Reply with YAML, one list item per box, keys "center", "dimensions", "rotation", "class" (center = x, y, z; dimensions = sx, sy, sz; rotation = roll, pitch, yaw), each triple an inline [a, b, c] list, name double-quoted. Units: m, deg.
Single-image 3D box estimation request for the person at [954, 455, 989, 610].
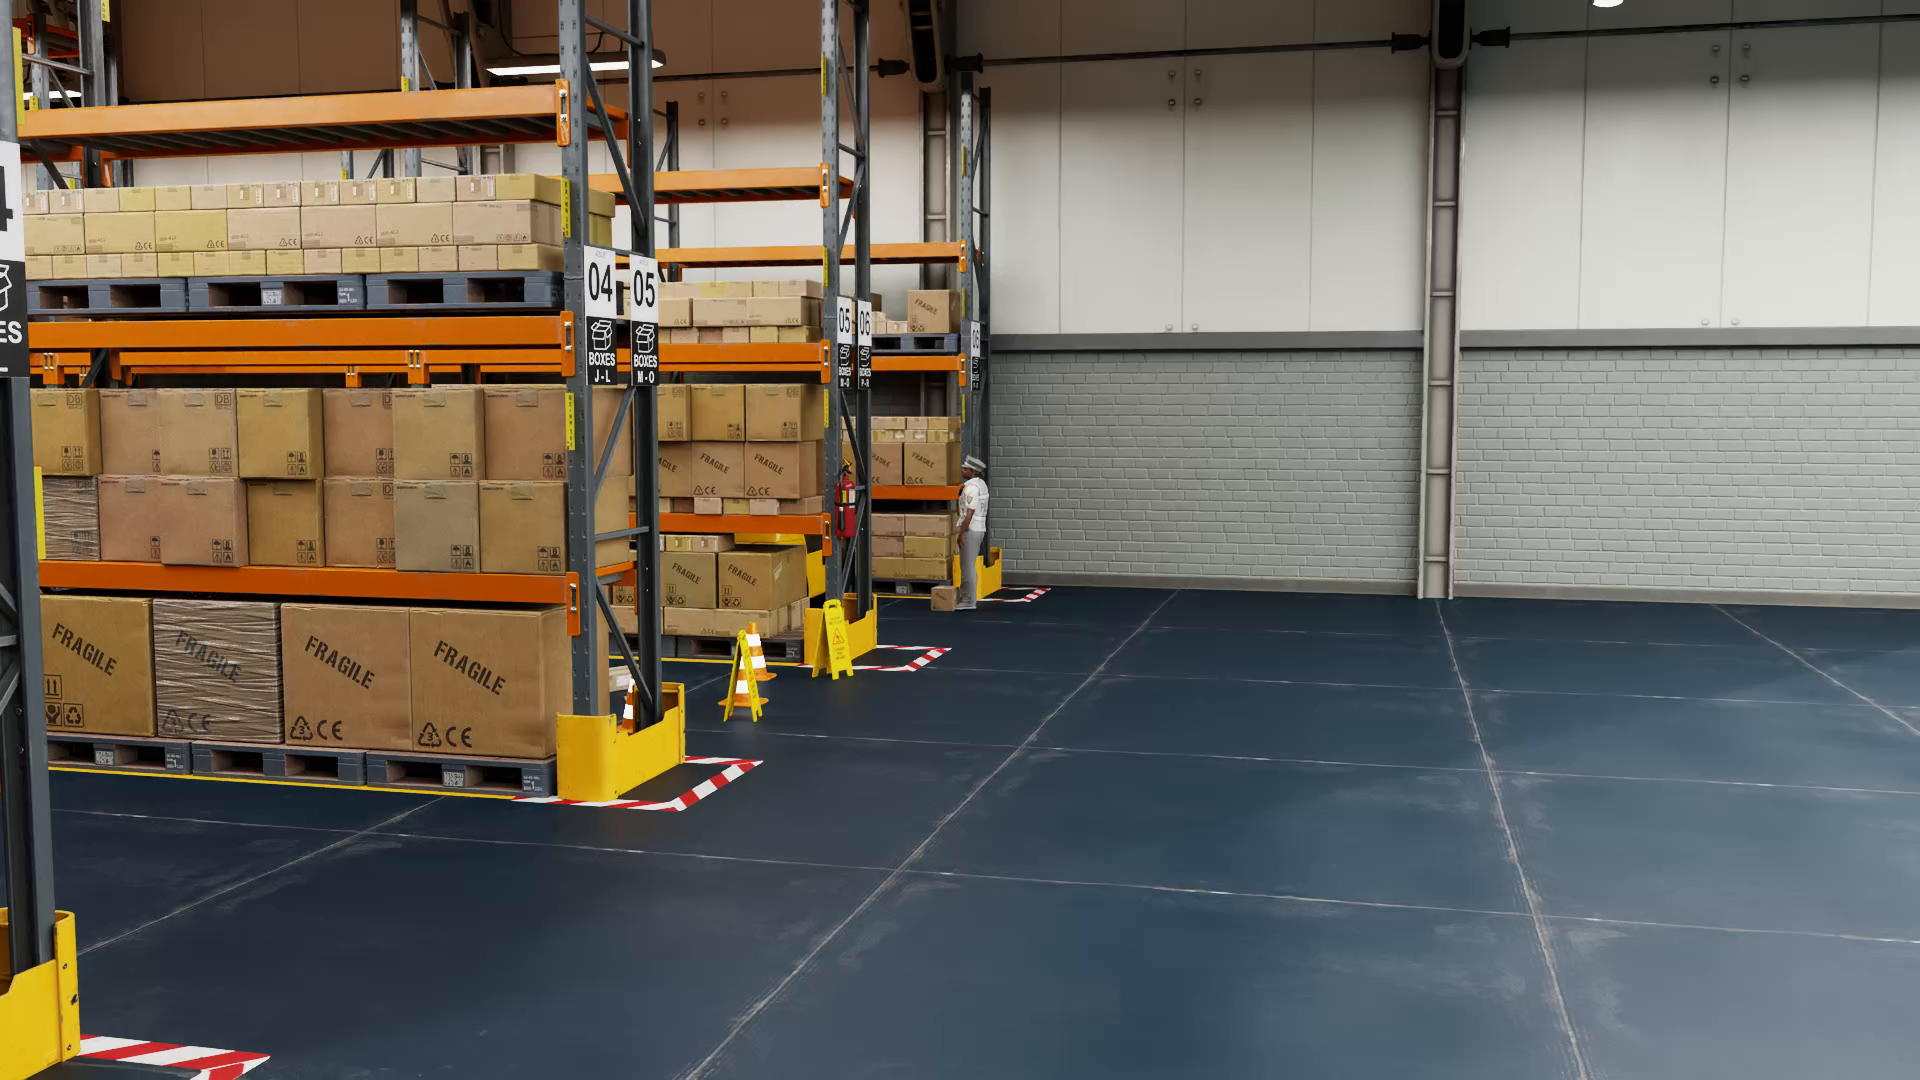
- center: [0.047, -0.084, 18.216]
  dimensions: [0.527, 1.698, 0.570]
  rotation: [1, 5, 14]
  class: "person"
